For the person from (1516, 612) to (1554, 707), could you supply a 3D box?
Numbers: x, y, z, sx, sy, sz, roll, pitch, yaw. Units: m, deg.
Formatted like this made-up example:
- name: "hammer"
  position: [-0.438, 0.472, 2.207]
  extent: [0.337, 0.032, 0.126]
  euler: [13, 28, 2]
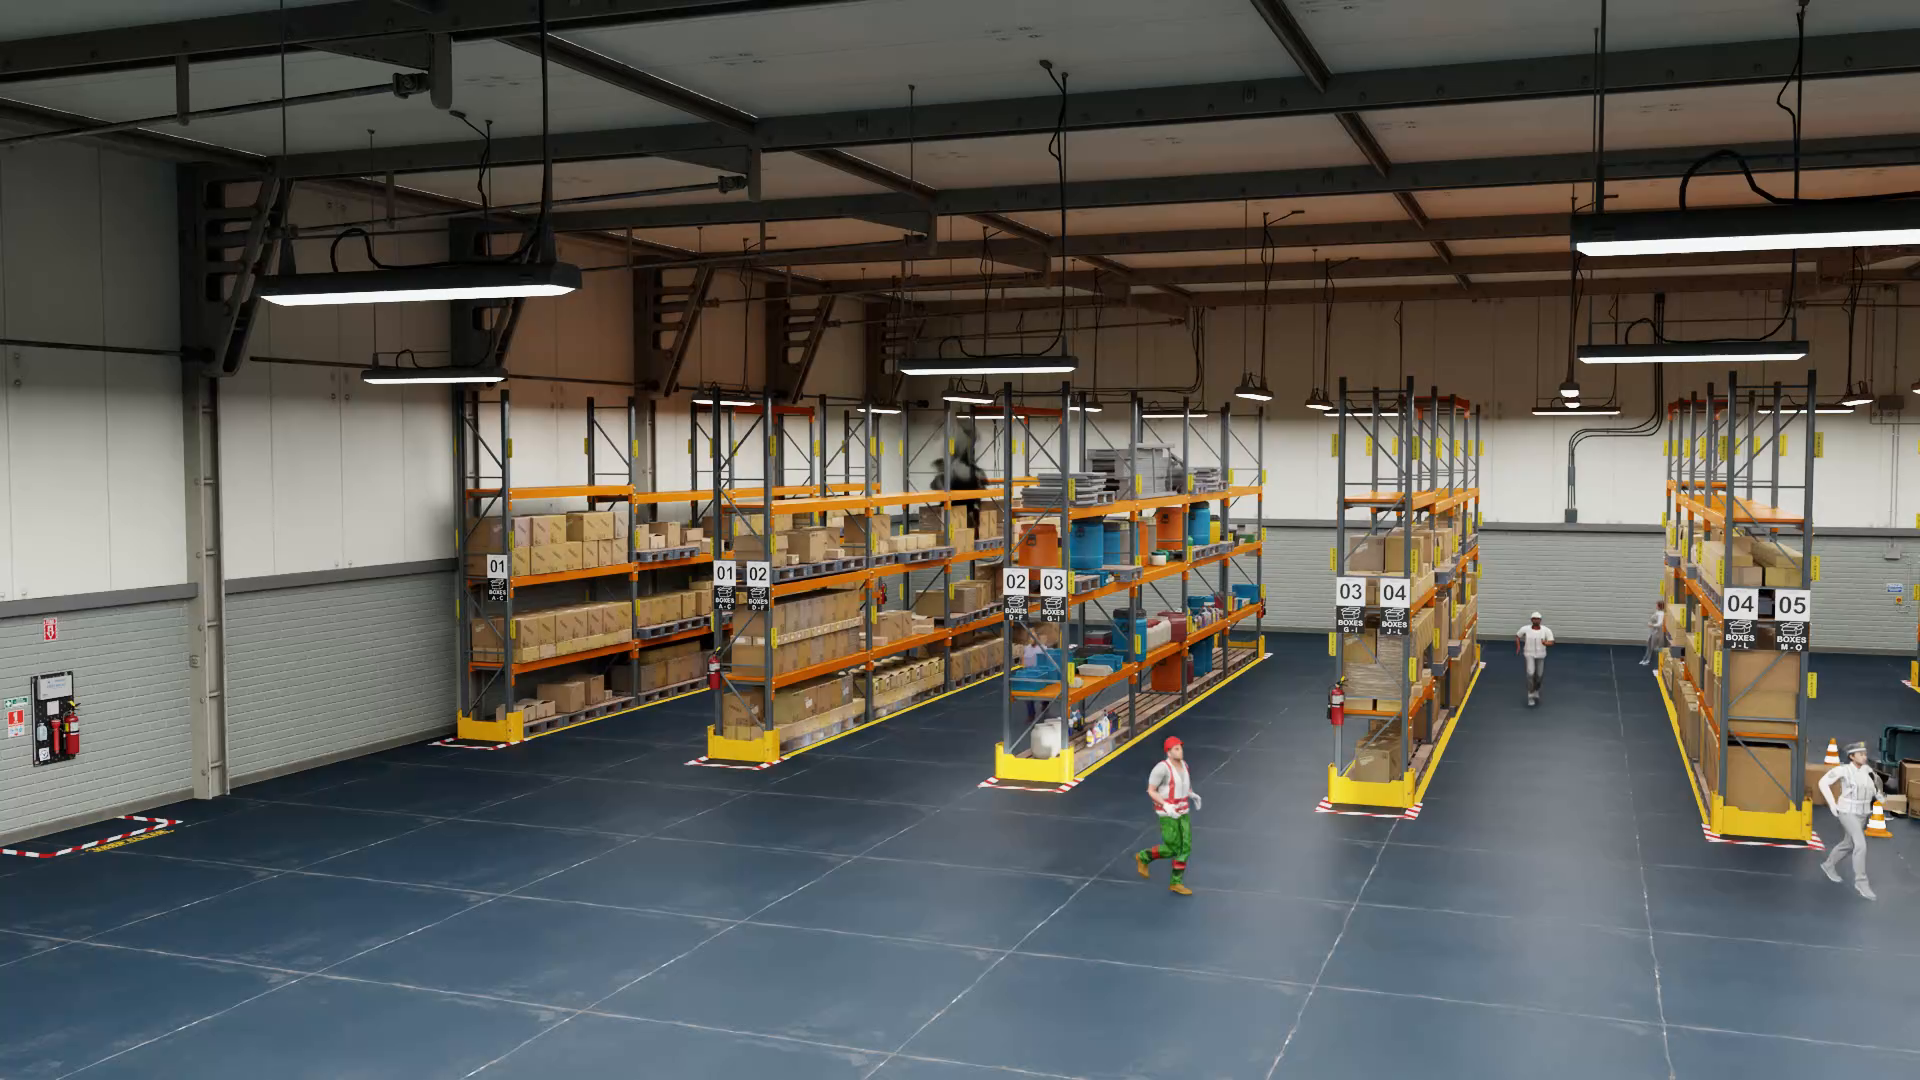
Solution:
- name: "person"
  position: [11.279, 2.313, 32.622]
  extent: [0.677, 1.821, 0.820]
  euler: [1, 3, 11]

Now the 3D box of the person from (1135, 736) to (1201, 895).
- name: "person"
  position: [2.375, 3.094, 18.865]
  extent: [0.657, 1.763, 0.701]
  euler: [-3, 4, -43]

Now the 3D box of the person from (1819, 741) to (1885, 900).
- name: "person"
  position: [10.101, 3.118, 18.823]
  extent: [0.605, 1.729, 0.813]
  euler: [-1, 3, -21]

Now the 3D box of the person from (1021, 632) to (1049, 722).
- name: "person"
  position: [1.403, 2.515, 30.743]
  extent: [0.617, 1.633, 0.732]
  euler: [1, 3, 24]

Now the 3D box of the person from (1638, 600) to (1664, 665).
- name: "person"
  position: [15.864, 2.145, 37.987]
  extent: [0.699, 1.543, 0.661]
  euler: [2, 4, 27]
